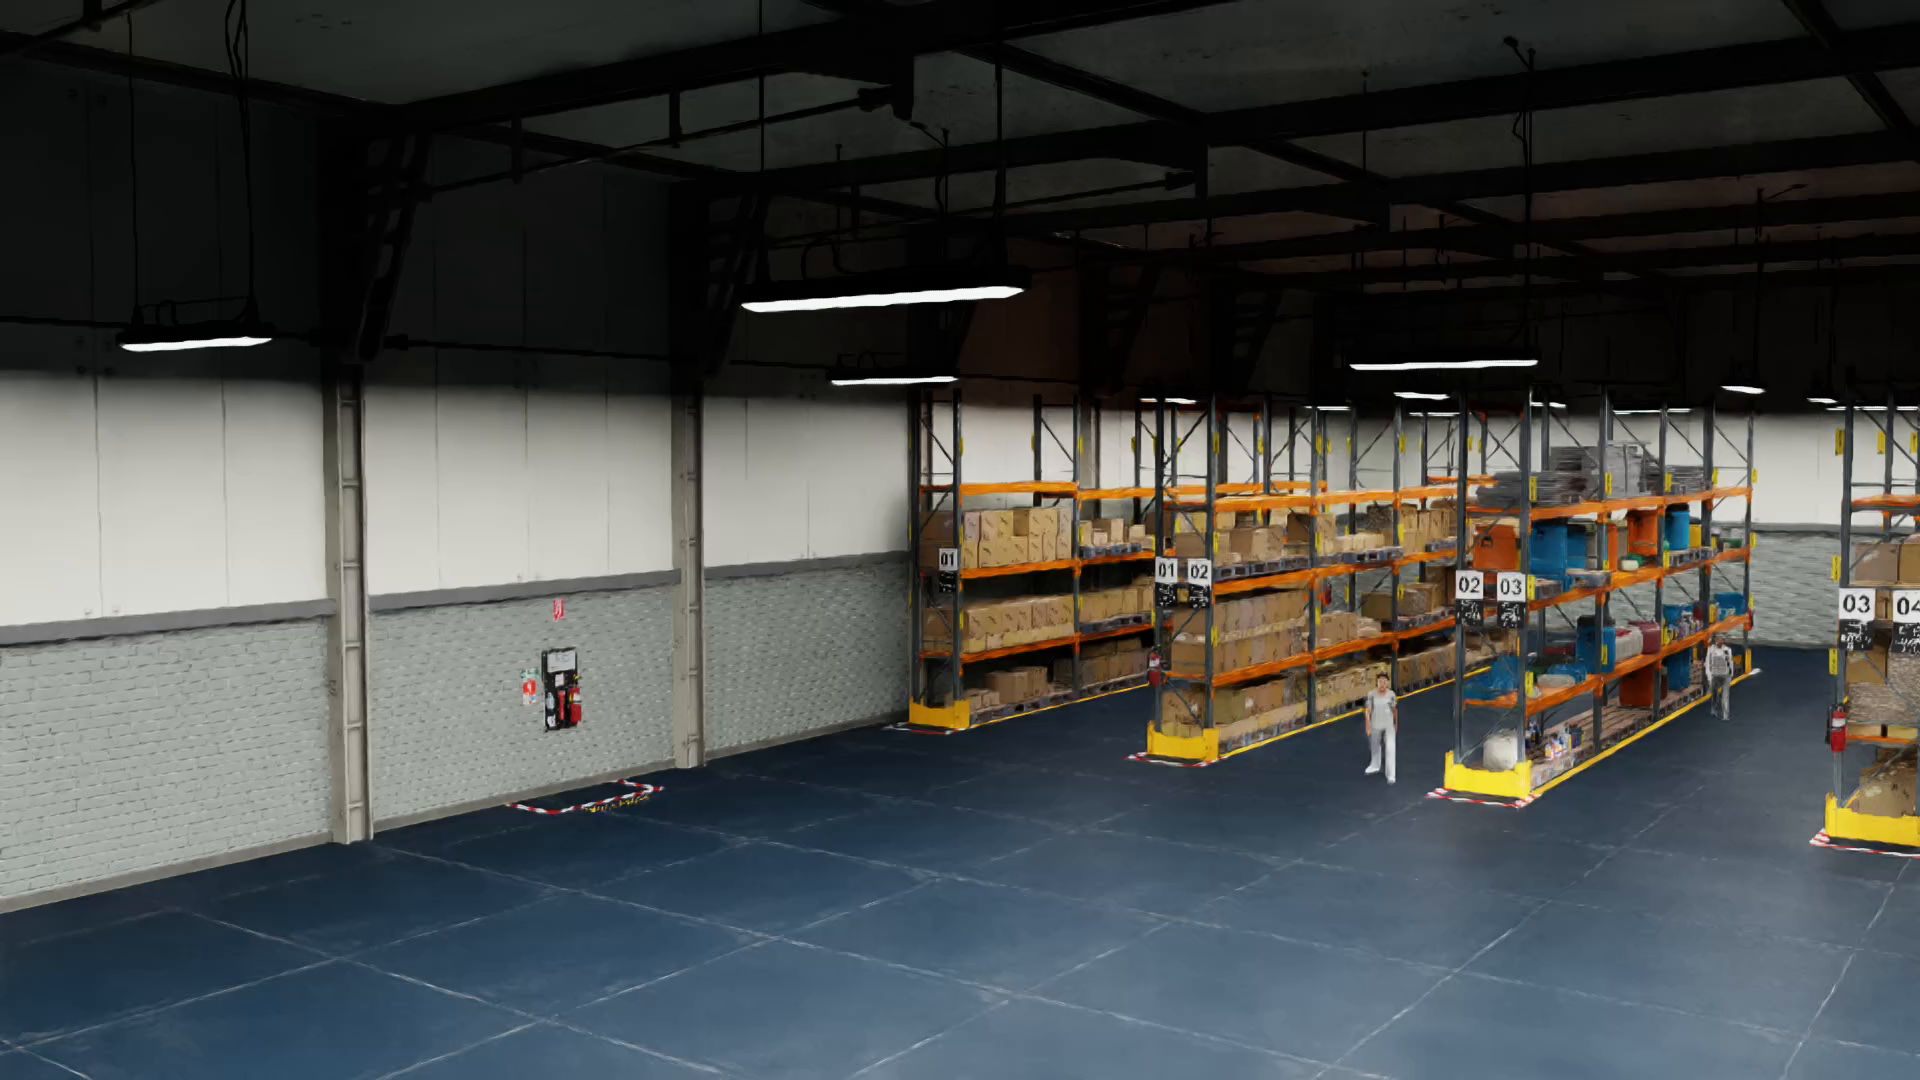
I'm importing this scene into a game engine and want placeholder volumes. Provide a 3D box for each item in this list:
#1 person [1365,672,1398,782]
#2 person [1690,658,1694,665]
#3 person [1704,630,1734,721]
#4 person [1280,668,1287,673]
[{"bbox_3d":[6.312,2.777,24.899,0.483,1.618,0.956,1,3,14],"label":"person"},{"bbox_3d":[15.660,2.183,36.253,0.872,1.497,0.465,-2,4,-37],"label":"person"},{"bbox_3d":[13.834,2.442,30.323,0.483,1.613,0.995,2,4,27],"label":"person"},{"bbox_3d":[6.355,2.244,33.327,0.677,1.613,0.534,2,4,34],"label":"person"}]
